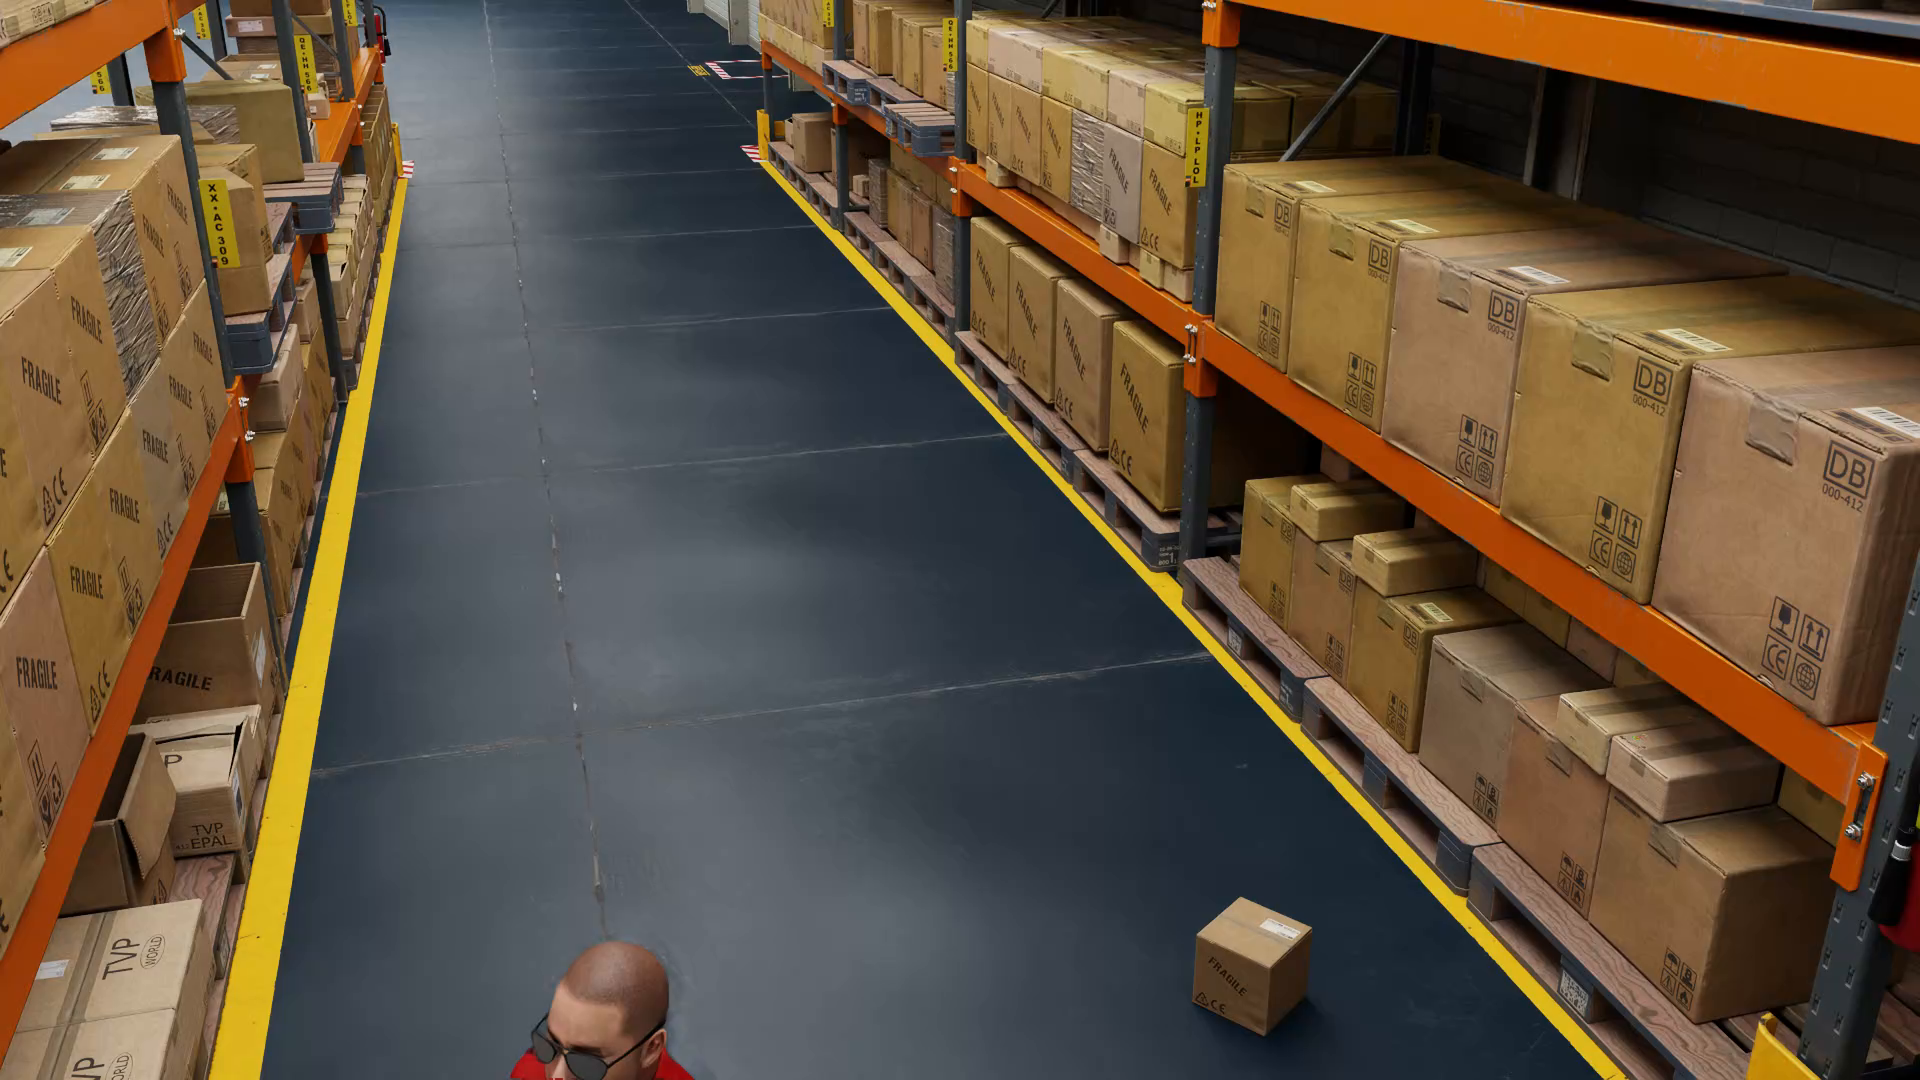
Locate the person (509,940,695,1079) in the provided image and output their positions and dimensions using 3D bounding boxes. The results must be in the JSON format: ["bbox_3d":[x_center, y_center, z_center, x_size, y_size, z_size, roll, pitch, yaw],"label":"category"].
[{"bbox_3d":[-0.538,1.441,2.737,0.585,1.798,0.499,12,26,27],"label":"person"}]
